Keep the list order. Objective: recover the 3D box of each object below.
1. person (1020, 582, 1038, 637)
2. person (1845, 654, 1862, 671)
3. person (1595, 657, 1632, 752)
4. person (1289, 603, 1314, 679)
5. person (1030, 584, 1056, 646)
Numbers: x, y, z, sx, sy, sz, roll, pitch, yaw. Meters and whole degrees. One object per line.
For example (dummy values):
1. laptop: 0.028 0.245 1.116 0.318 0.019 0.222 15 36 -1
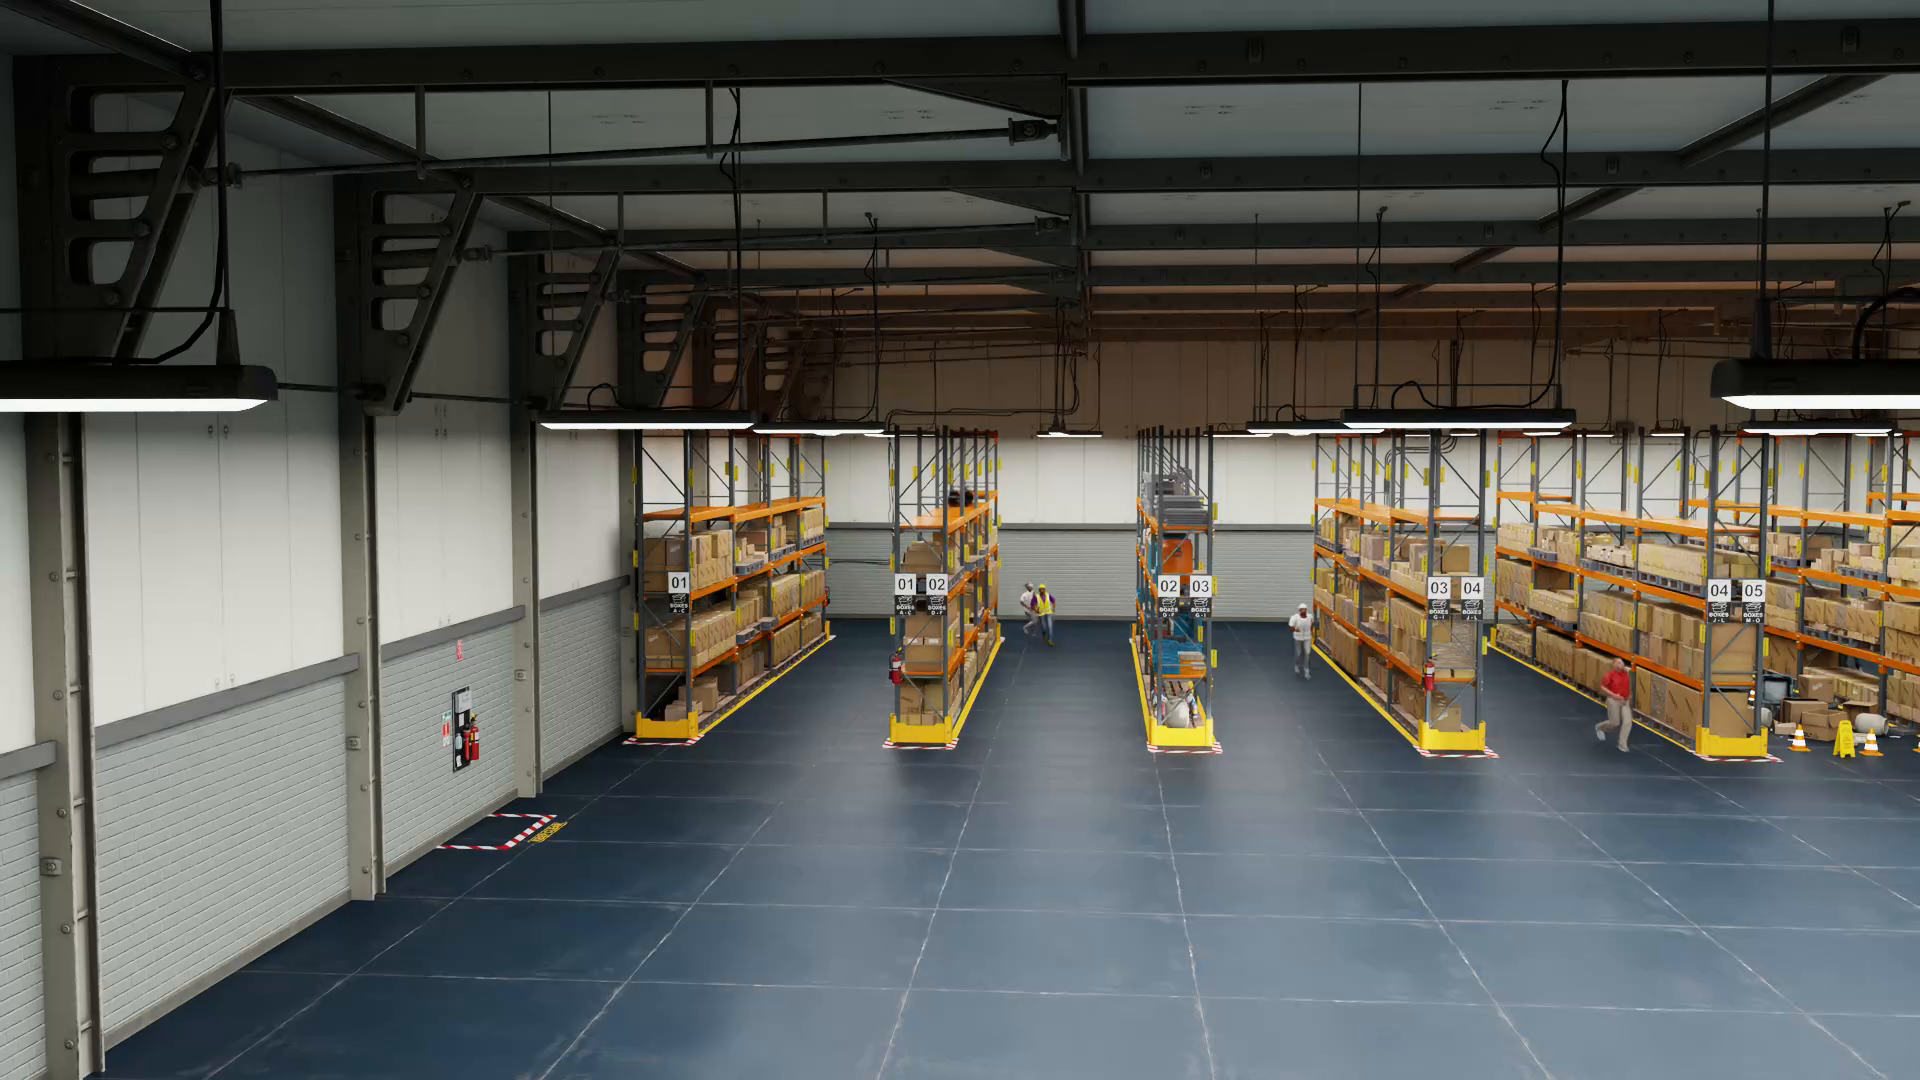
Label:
1. person: 2.053 2.023 48.266 0.527 1.621 0.580 2 4 29
2. person: 21.702 2.482 40.499 0.529 1.632 0.810 0 3 -2
3. person: 12.175 3.038 30.859 0.672 1.737 0.839 -1 4 -20
4. person: 8.262 2.414 40.225 0.640 1.796 0.890 0 3 4
5. person: 2.337 2.081 46.536 0.739 1.704 0.687 -1 3 -9
